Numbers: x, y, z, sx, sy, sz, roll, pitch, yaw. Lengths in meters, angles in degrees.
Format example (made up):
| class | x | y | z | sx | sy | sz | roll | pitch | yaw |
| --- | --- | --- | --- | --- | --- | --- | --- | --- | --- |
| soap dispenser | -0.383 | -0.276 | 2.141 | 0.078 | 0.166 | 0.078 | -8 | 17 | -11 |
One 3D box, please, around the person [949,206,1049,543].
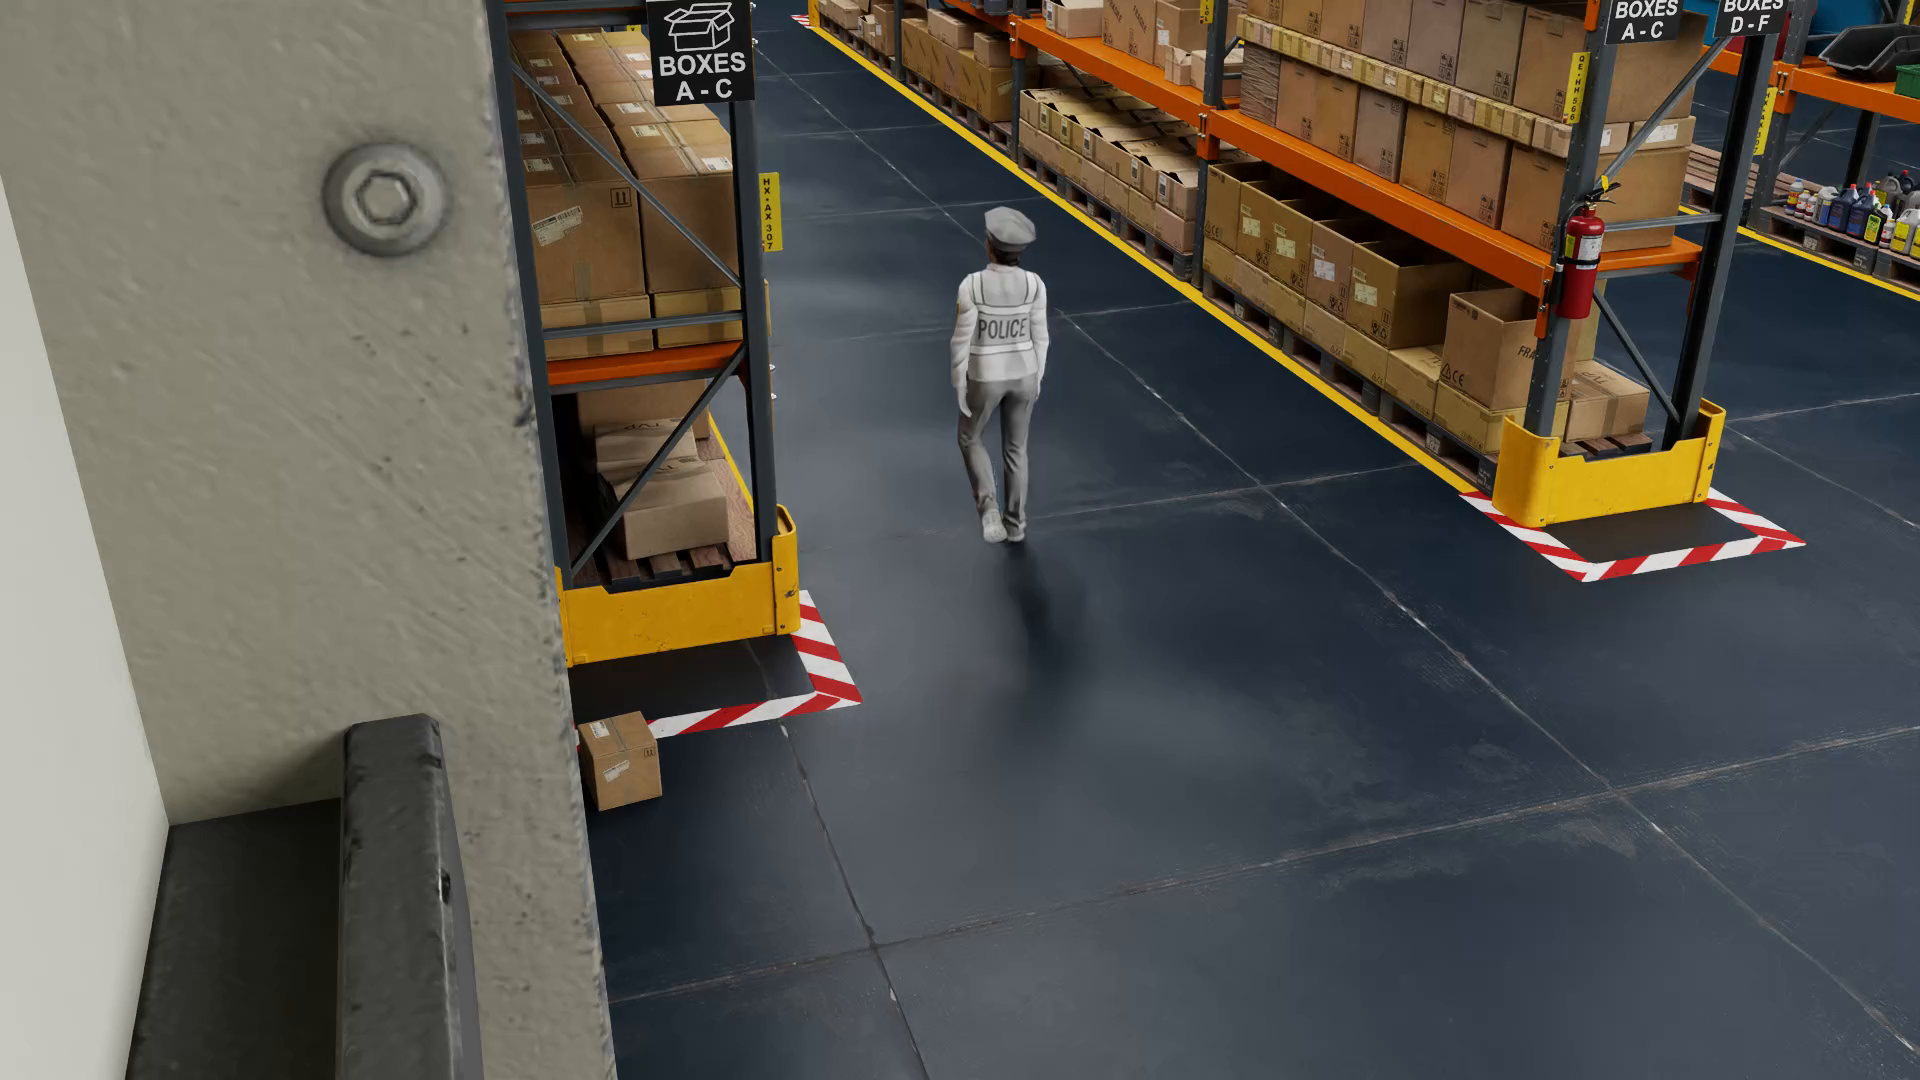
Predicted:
| class | x | y | z | sx | sy | sz | roll | pitch | yaw |
| --- | --- | --- | --- | --- | --- | --- | --- | --- | --- |
| person | 0.191 | -0.764 | 8.068 | 0.499 | 1.683 | 0.463 | -5 | 27 | -9 |
